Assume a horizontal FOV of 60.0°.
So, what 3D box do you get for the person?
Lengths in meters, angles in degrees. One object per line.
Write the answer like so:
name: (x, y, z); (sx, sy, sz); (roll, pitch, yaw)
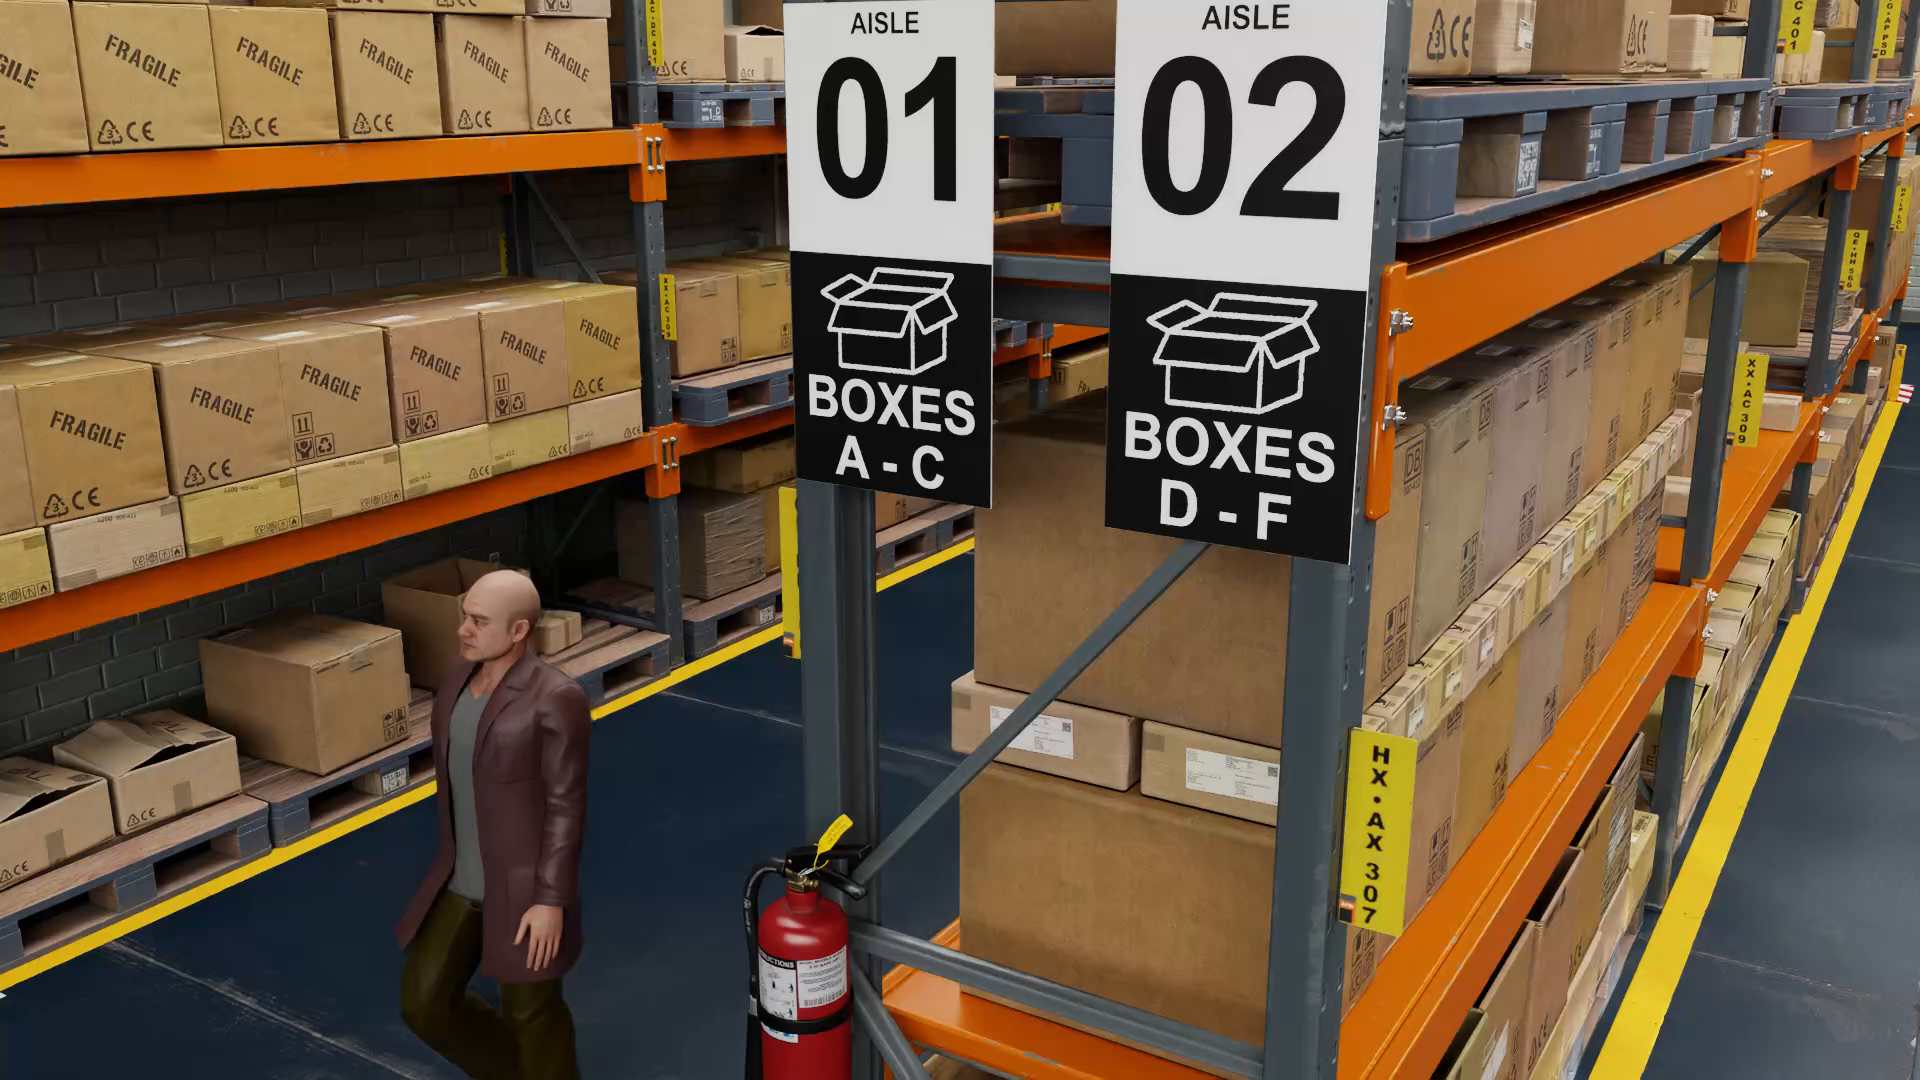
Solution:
person: (-1.281, 0.973, 4.610); (0.577, 1.808, 0.476); (9, 18, 28)
